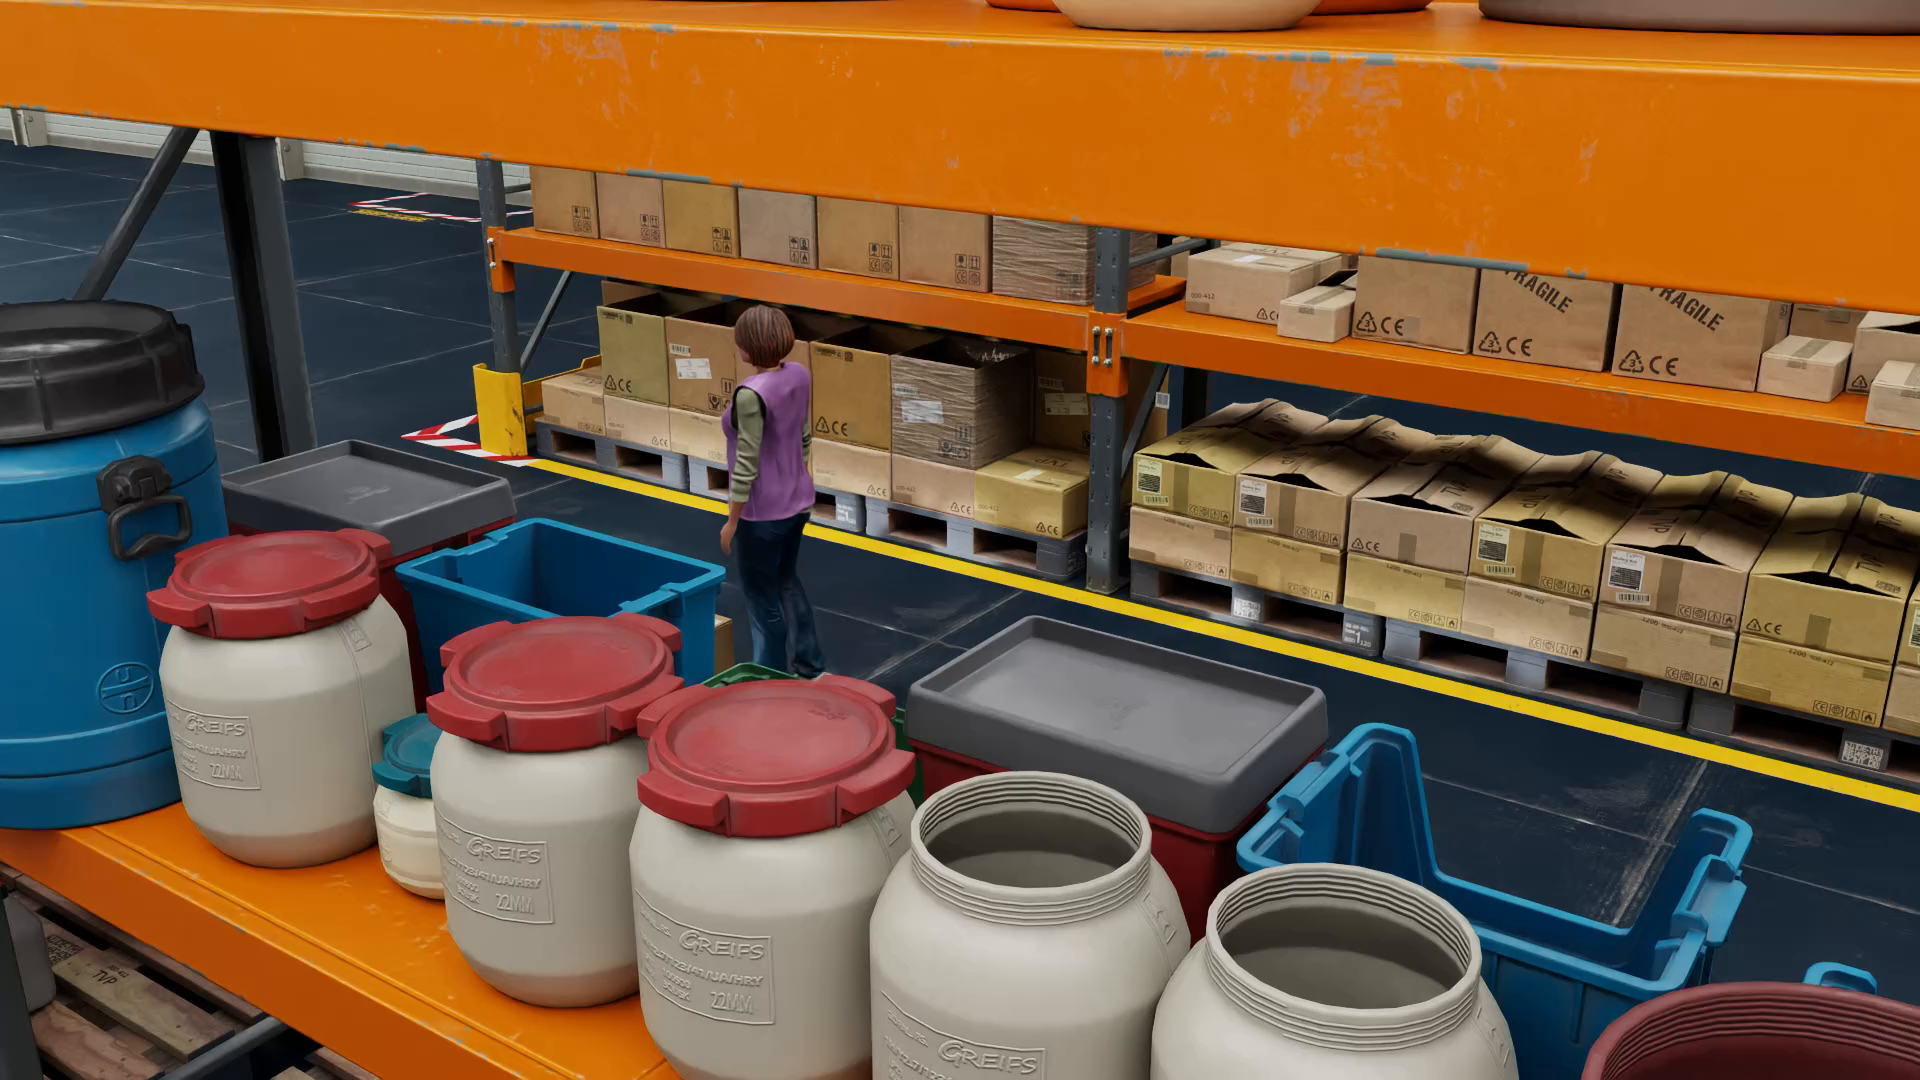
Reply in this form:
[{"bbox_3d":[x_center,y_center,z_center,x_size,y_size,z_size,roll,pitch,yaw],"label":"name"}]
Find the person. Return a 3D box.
[{"bbox_3d":[-0.745,-0.095,6.323,0.373,1.637,0.464,9,22,23],"label":"person"}]
